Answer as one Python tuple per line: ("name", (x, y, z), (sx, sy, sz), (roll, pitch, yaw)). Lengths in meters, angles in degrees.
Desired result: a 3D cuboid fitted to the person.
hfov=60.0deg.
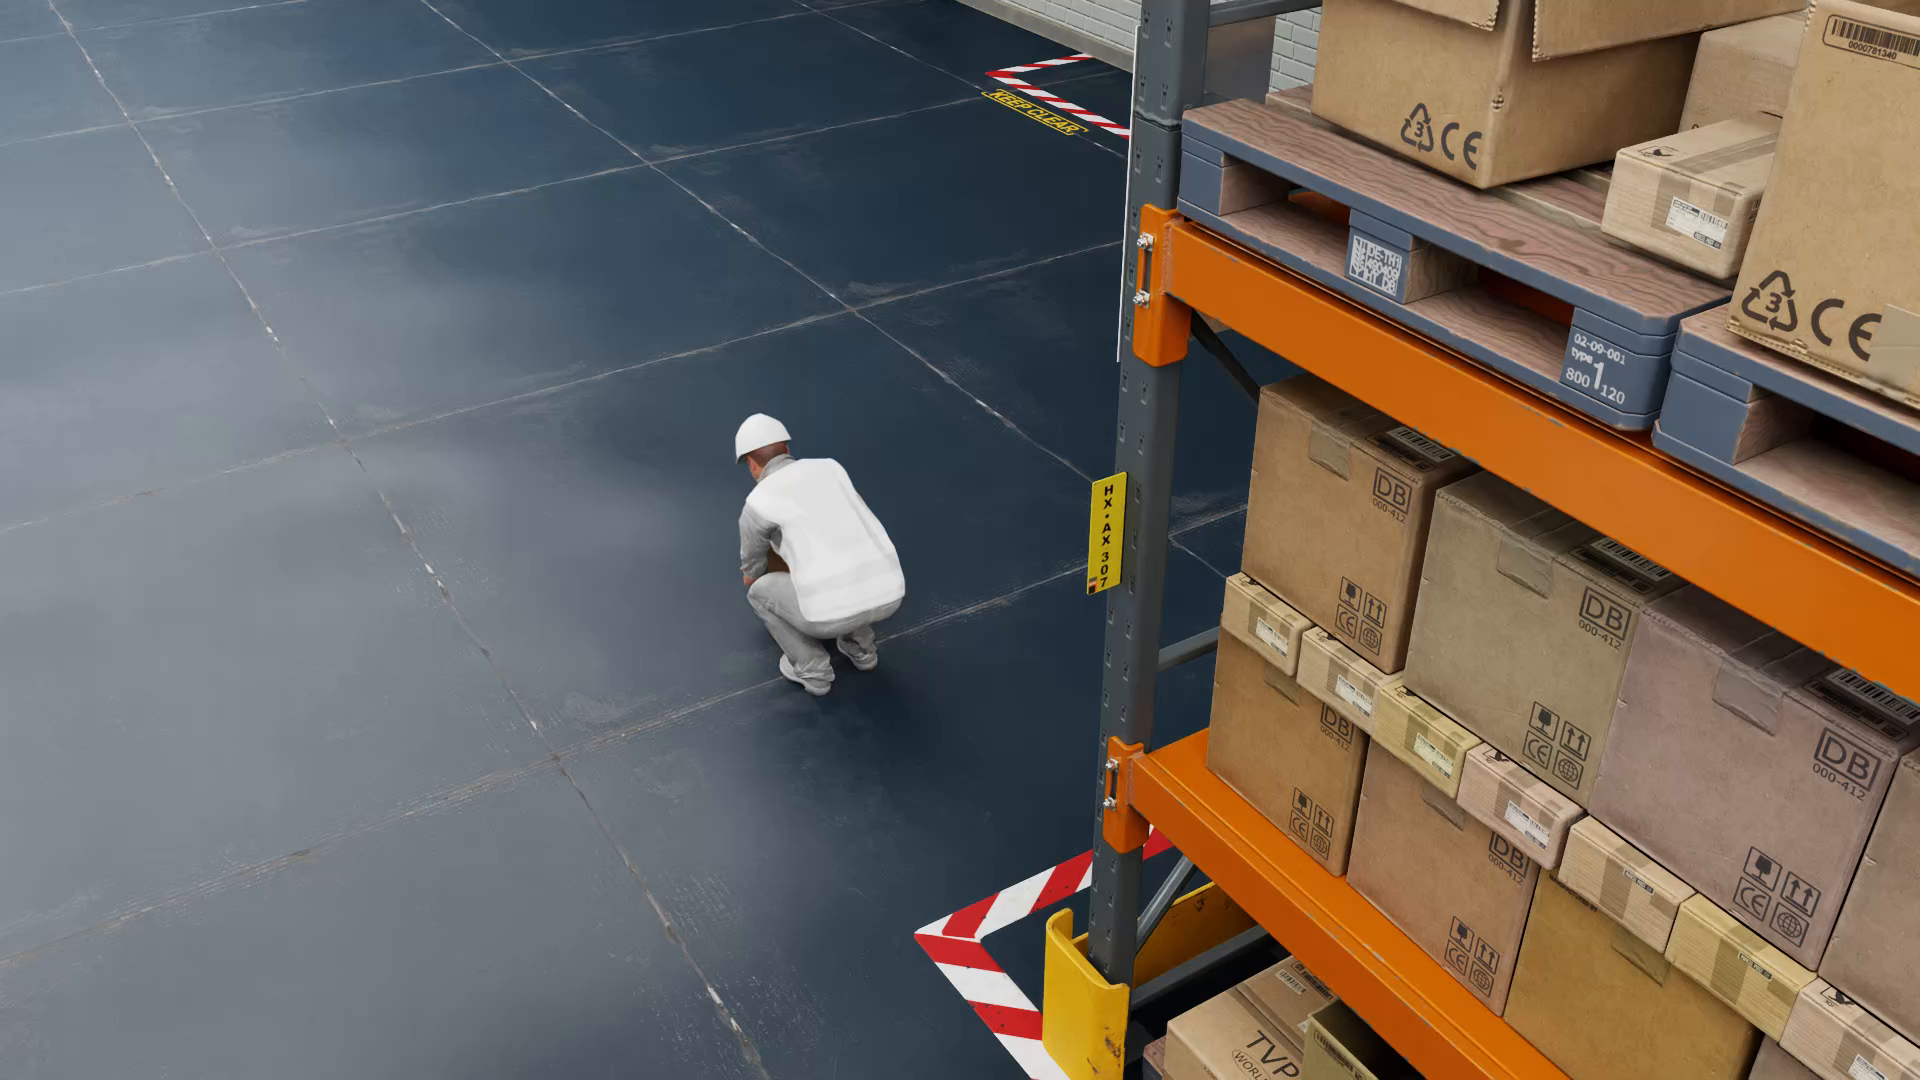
("person", (-0.602, 0.056, 6.747), (0.511, 1.013, 0.875), (-20, 37, -28))
